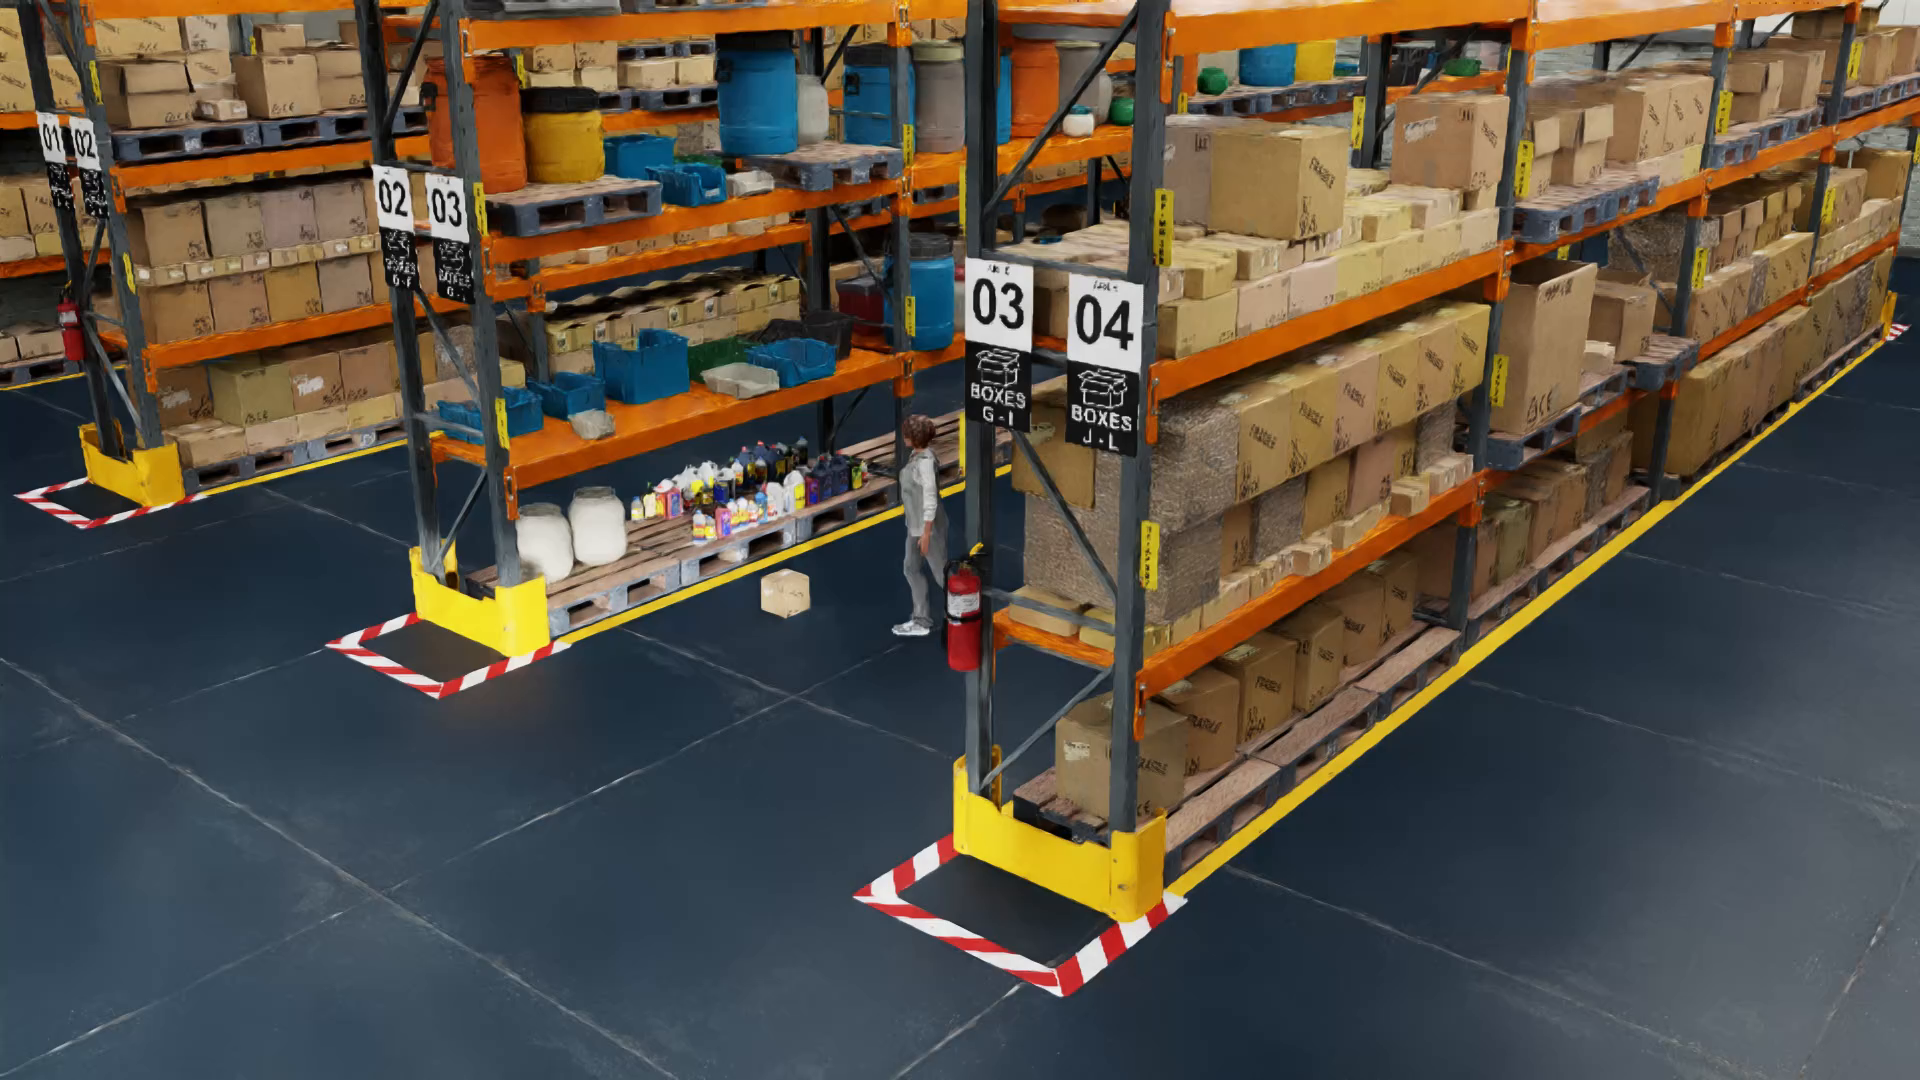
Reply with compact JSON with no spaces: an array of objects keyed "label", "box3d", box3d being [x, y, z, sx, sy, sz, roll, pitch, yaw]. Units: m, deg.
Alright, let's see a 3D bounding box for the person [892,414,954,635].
[{"label":"person","box3d":[-0.188,-0.075,11.294,0.531,1.593,0.463,-4,21,-12]}]
